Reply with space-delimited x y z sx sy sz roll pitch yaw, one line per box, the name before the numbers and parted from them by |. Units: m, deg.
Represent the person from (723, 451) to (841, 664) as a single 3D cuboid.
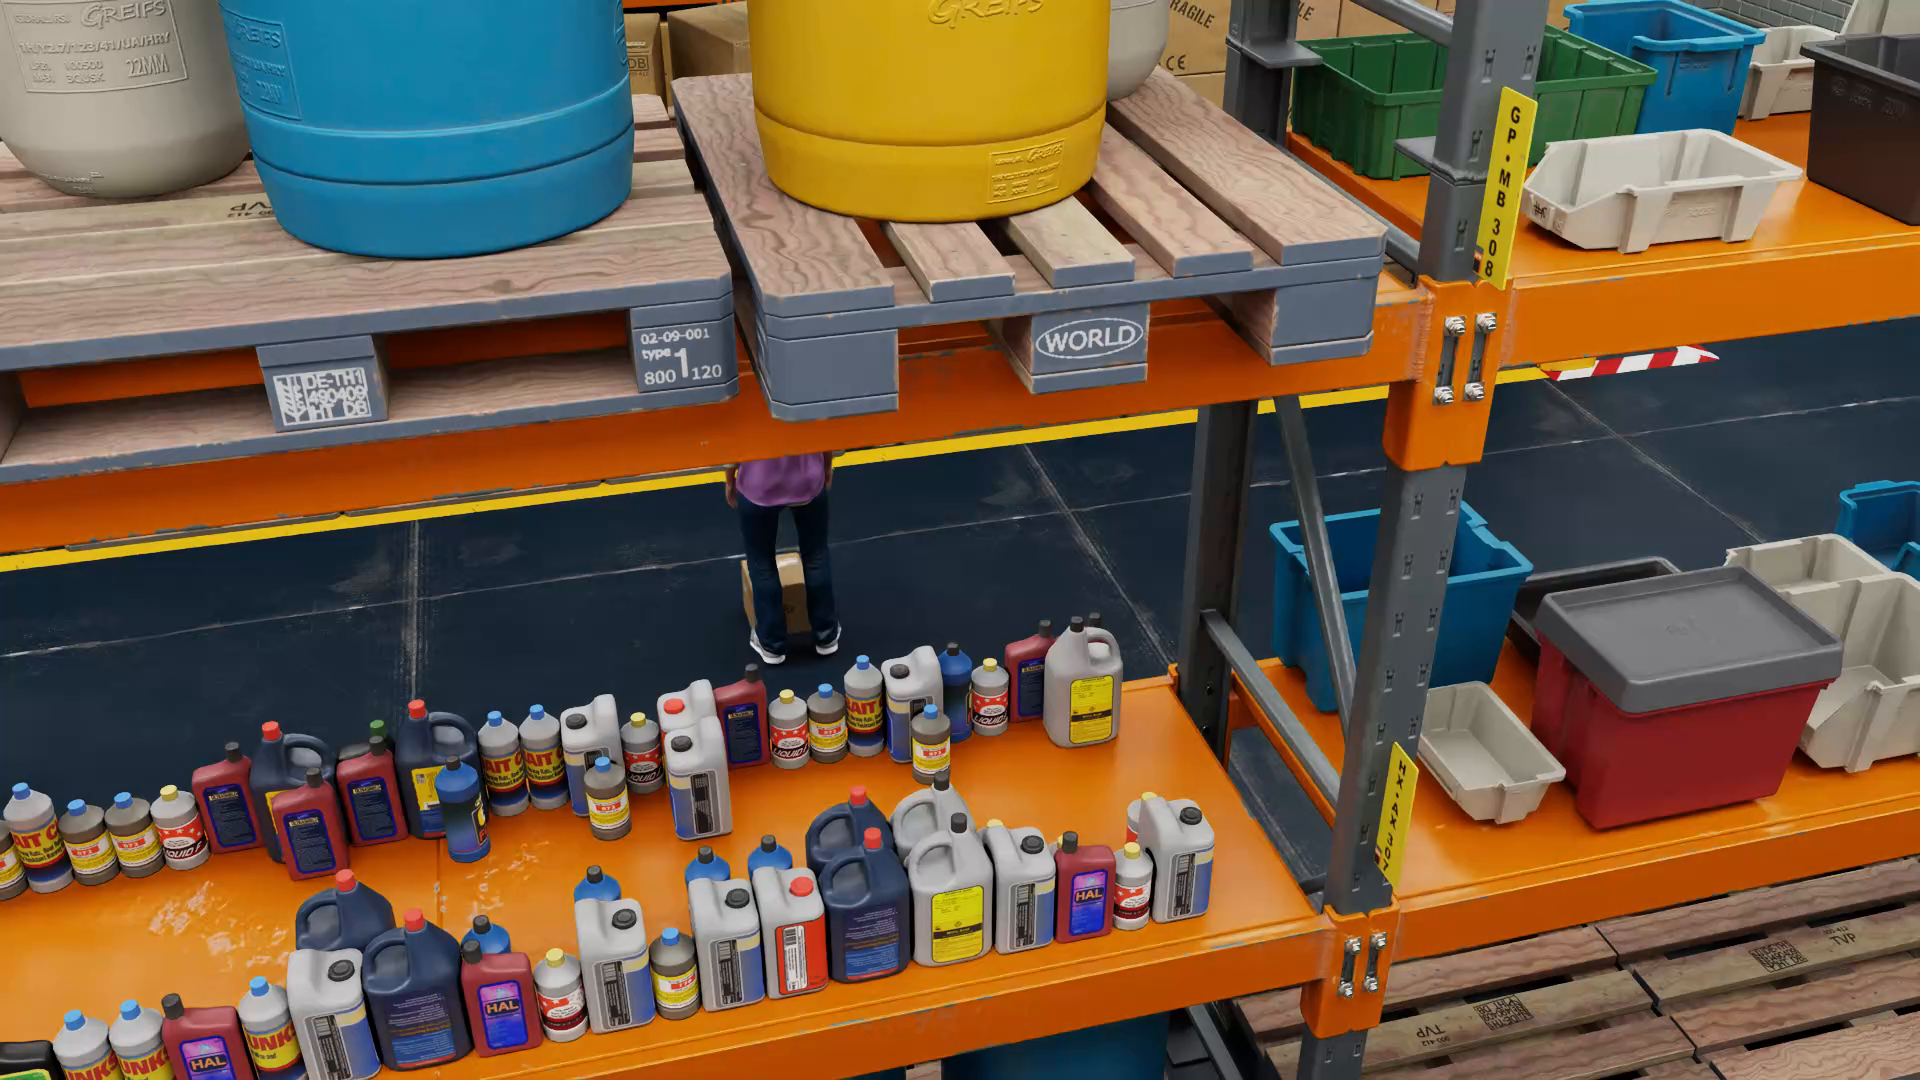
person | -0.701 -0.223 6.519 0.462 1.592 0.339 -9 32 -15
